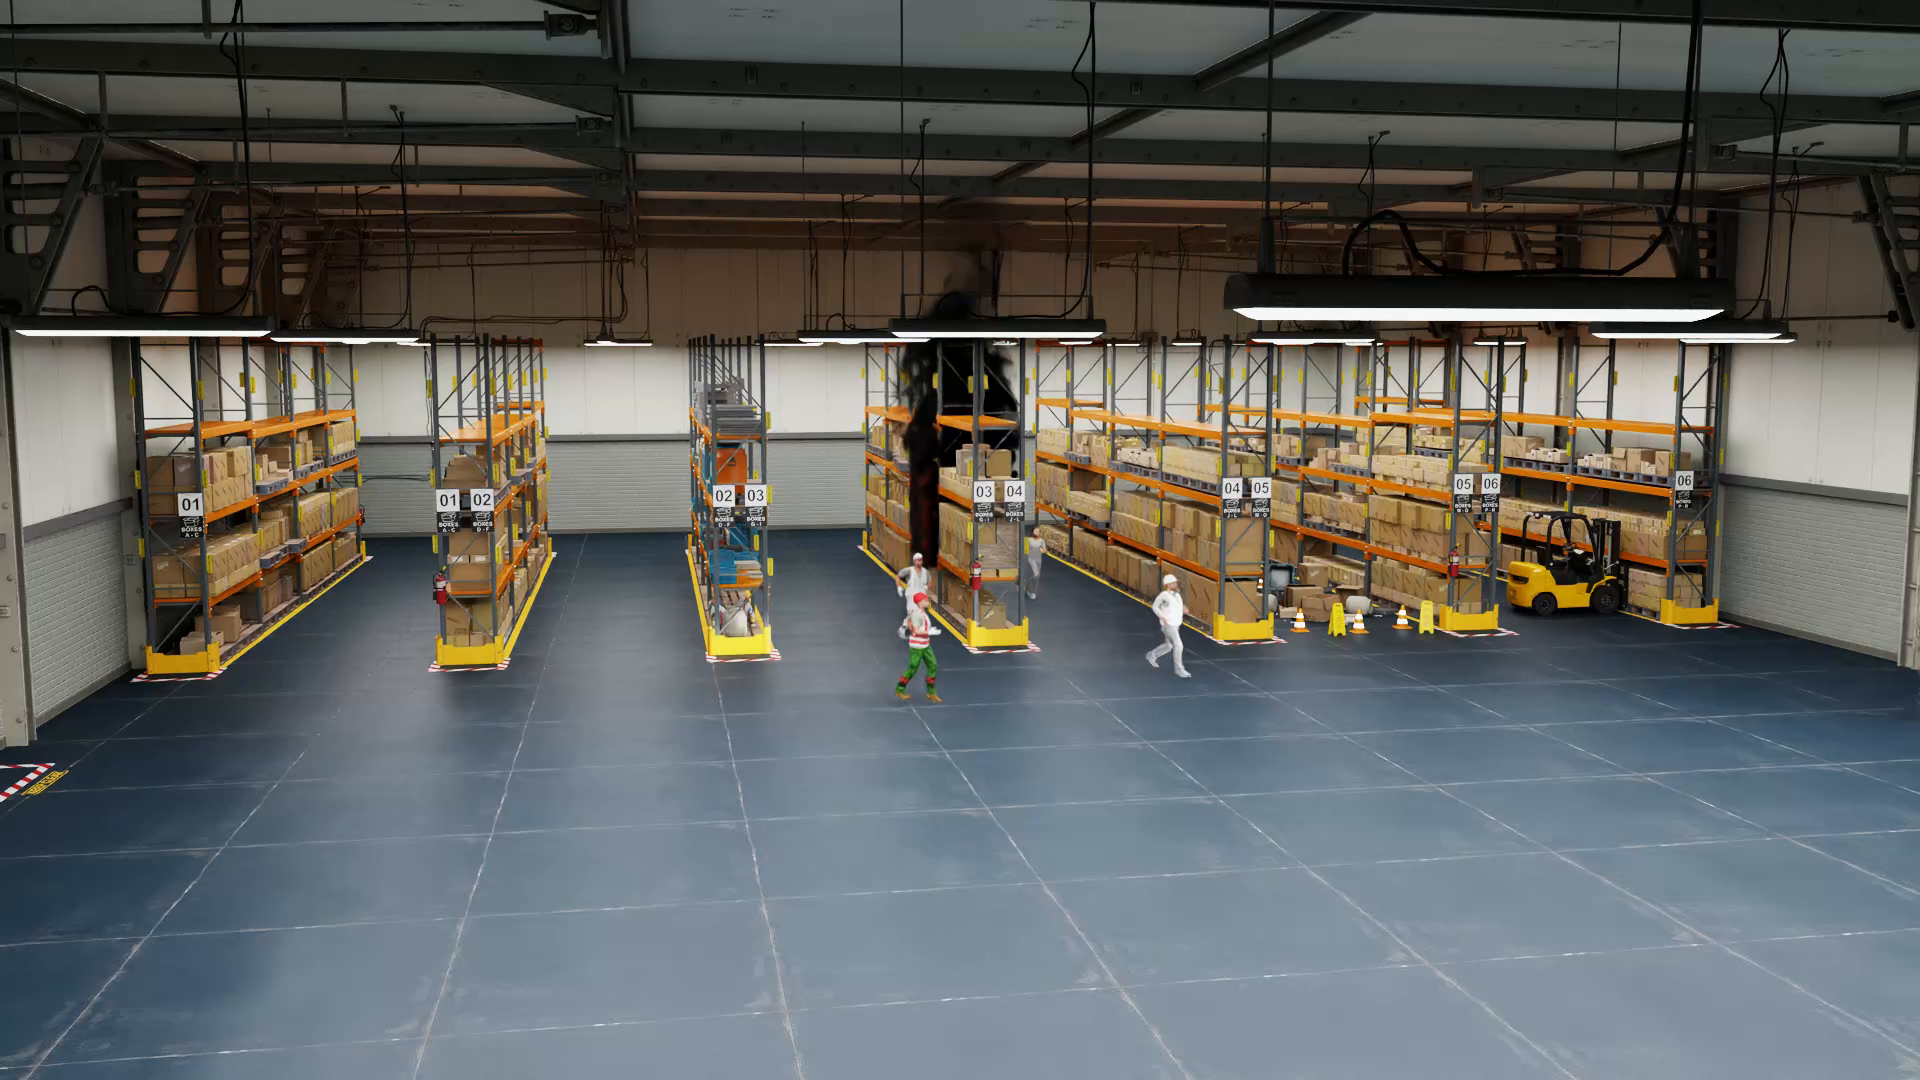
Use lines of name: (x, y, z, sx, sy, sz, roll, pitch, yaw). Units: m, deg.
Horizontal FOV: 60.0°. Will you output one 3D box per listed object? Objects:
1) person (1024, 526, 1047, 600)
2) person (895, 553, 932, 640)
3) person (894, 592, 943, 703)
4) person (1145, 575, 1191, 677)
person: (1.716, 0.524, 38.188, 0.549, 1.684, 0.673, -3, 7, -24)
person: (-0.866, 1.144, 32.275, 0.702, 1.792, 0.976, -4, 8, -32)
person: (-0.679, 1.753, 26.919, 0.813, 1.830, 0.631, 2, 7, 15)
person: (3.691, 1.490, 29.329, 0.890, 1.787, 0.648, 4, 8, 32)
